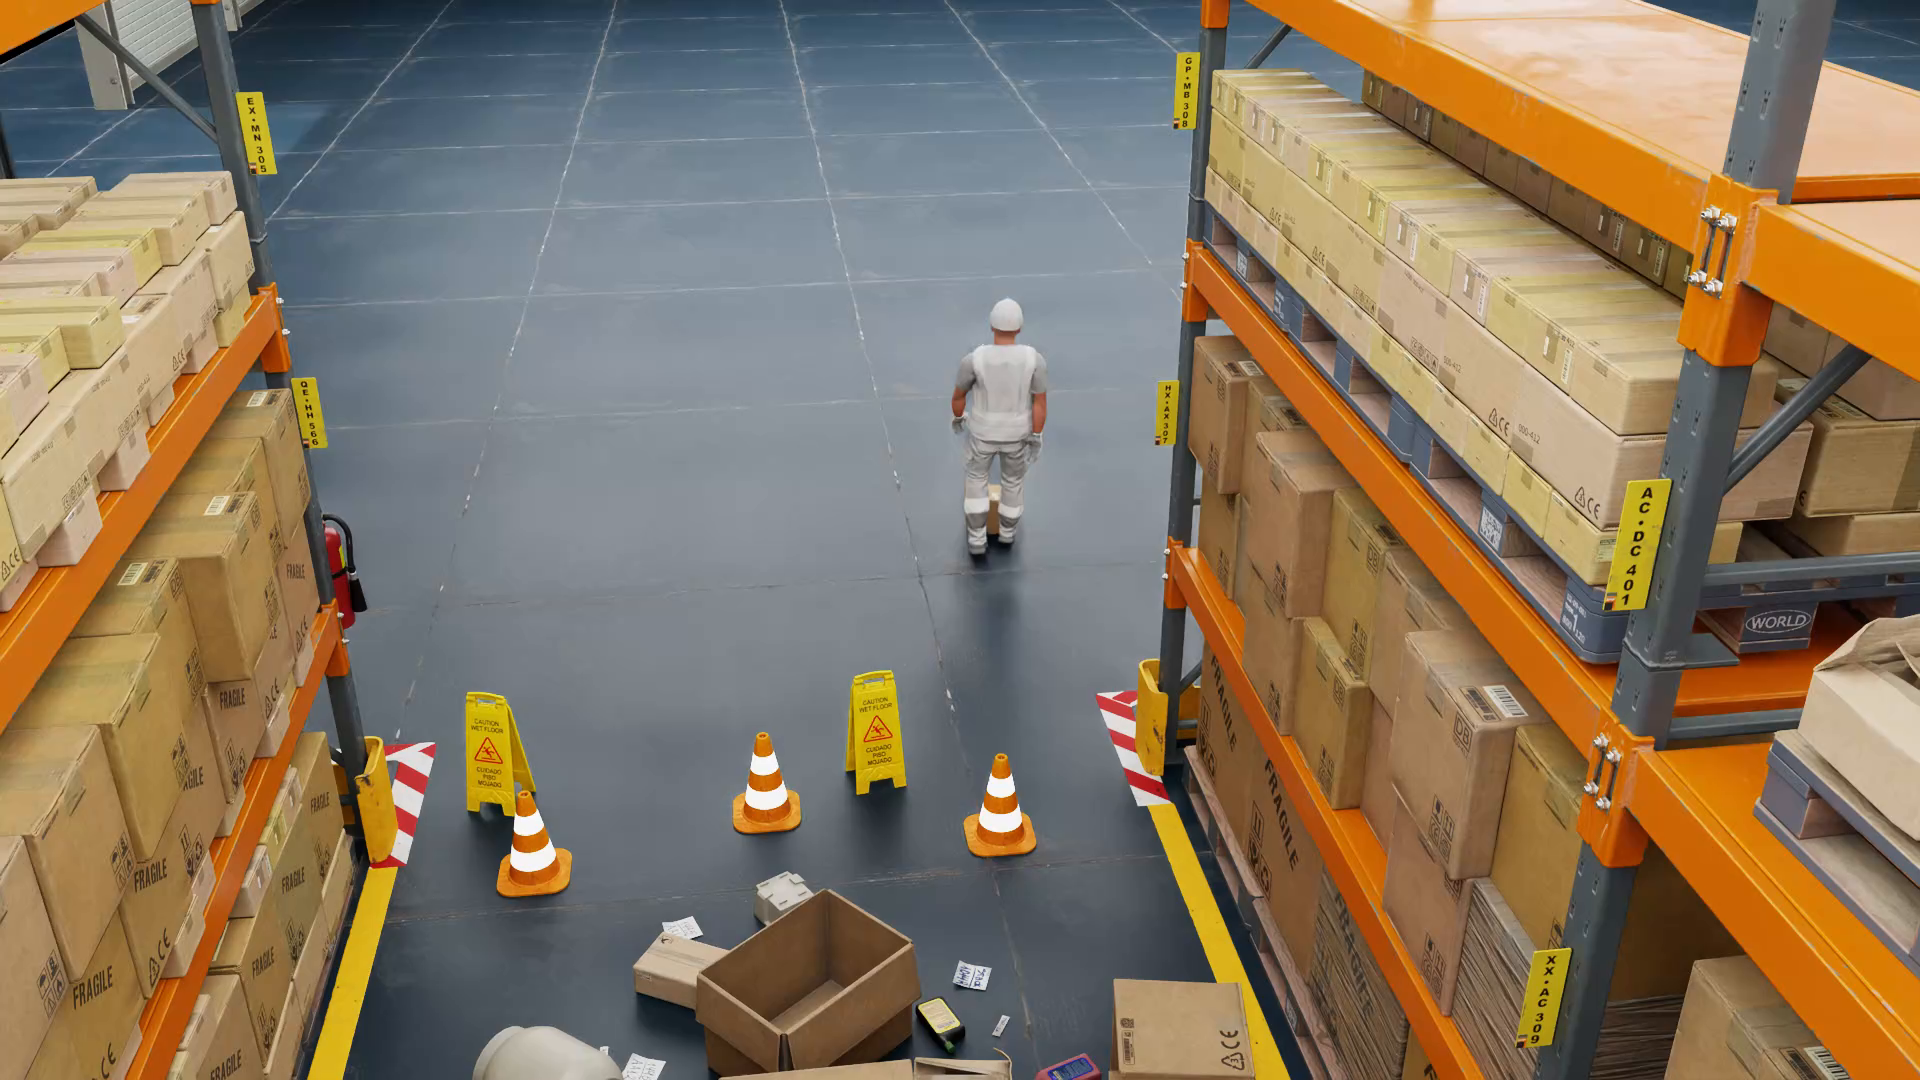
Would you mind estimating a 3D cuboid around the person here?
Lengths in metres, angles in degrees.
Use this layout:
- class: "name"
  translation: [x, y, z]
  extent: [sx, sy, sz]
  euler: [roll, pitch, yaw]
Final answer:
- class: "person"
  translation: [0.234, -0.702, 10.521]
  extent: [0.577, 1.839, 0.648]
  euler: [-1, 27, -2]
